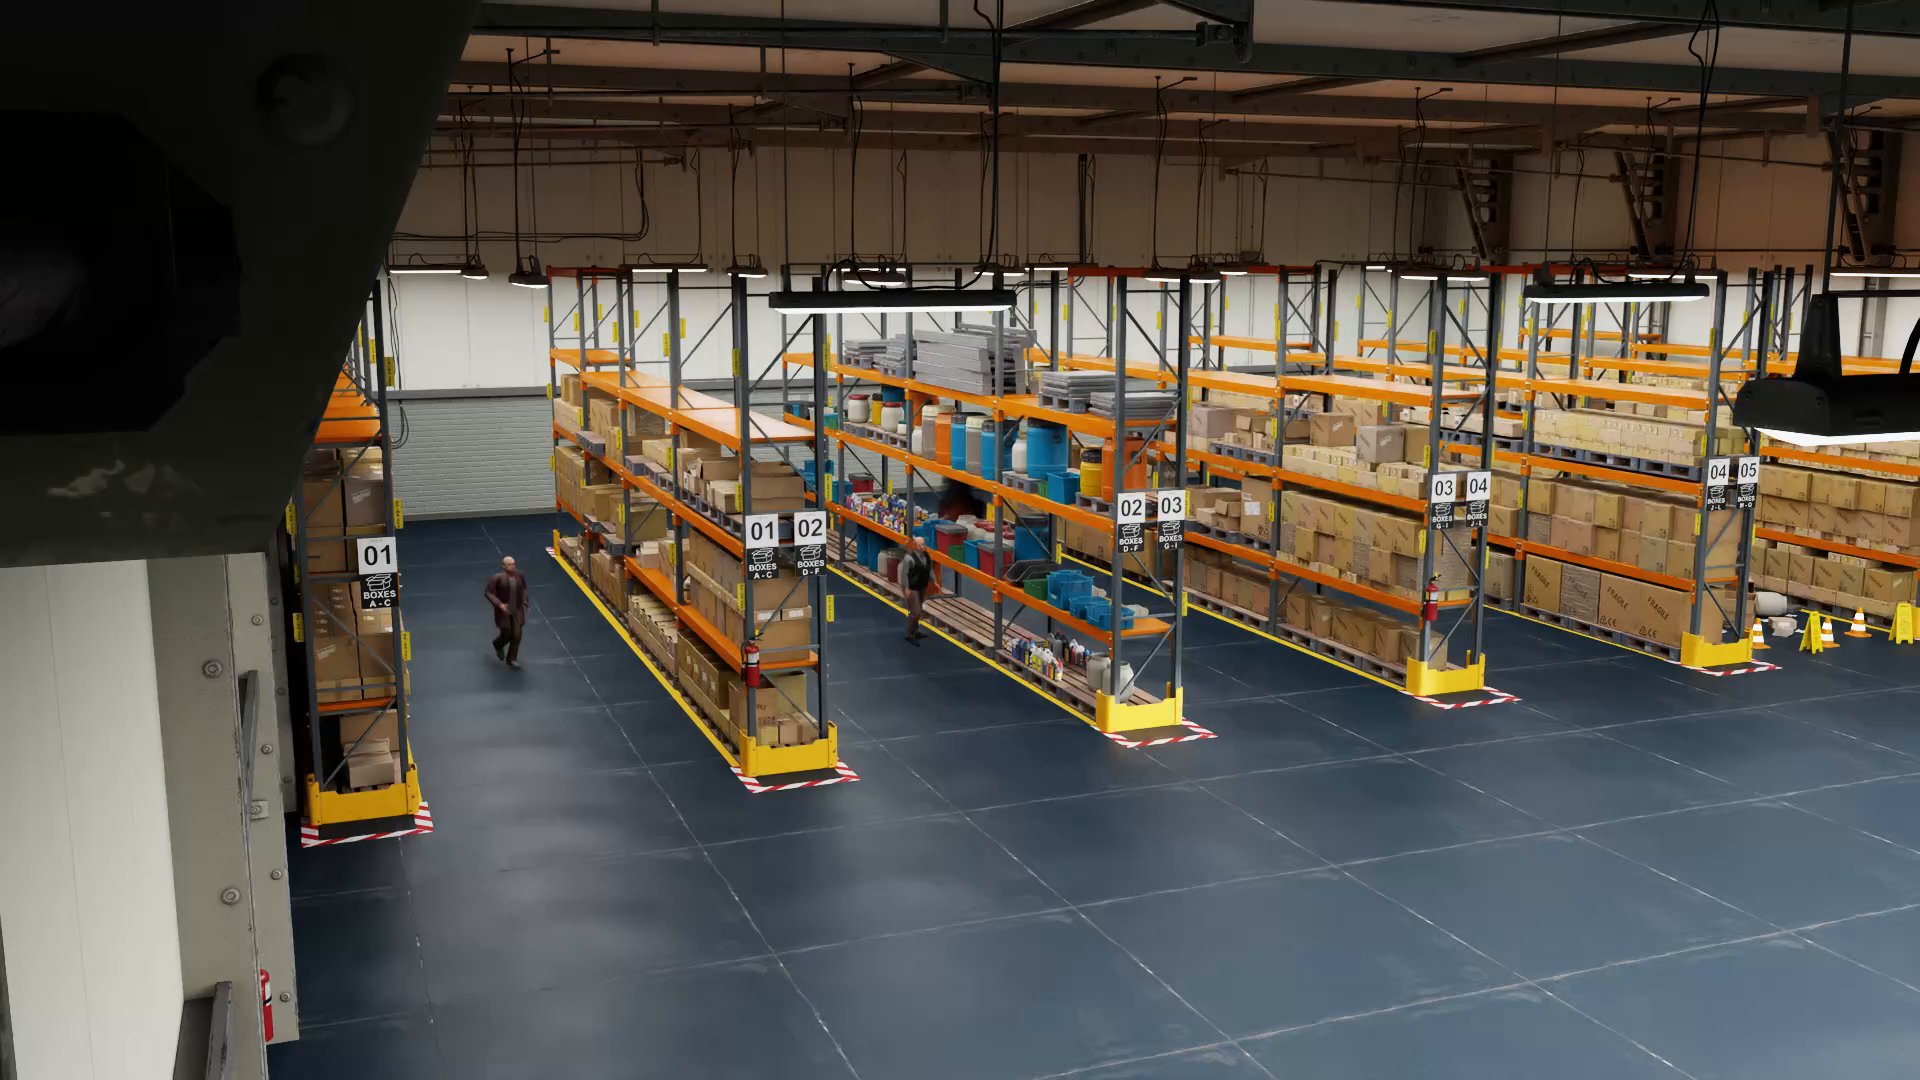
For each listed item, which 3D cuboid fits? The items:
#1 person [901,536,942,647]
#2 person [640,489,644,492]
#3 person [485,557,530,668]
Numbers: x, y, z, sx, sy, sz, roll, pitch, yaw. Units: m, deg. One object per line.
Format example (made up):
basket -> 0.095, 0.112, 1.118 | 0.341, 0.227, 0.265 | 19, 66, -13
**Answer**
person -> -0.668, 0.784, 25.752 | 0.631, 1.748, 0.620 | 7, 12, 35
person -> -6.878, -0.729, 36.010 | 0.957, 1.668, 0.597 | 9, 13, 42
person -> -6.968, 1.083, 25.532 | 0.709, 1.725, 0.749 | -7, 12, -36
